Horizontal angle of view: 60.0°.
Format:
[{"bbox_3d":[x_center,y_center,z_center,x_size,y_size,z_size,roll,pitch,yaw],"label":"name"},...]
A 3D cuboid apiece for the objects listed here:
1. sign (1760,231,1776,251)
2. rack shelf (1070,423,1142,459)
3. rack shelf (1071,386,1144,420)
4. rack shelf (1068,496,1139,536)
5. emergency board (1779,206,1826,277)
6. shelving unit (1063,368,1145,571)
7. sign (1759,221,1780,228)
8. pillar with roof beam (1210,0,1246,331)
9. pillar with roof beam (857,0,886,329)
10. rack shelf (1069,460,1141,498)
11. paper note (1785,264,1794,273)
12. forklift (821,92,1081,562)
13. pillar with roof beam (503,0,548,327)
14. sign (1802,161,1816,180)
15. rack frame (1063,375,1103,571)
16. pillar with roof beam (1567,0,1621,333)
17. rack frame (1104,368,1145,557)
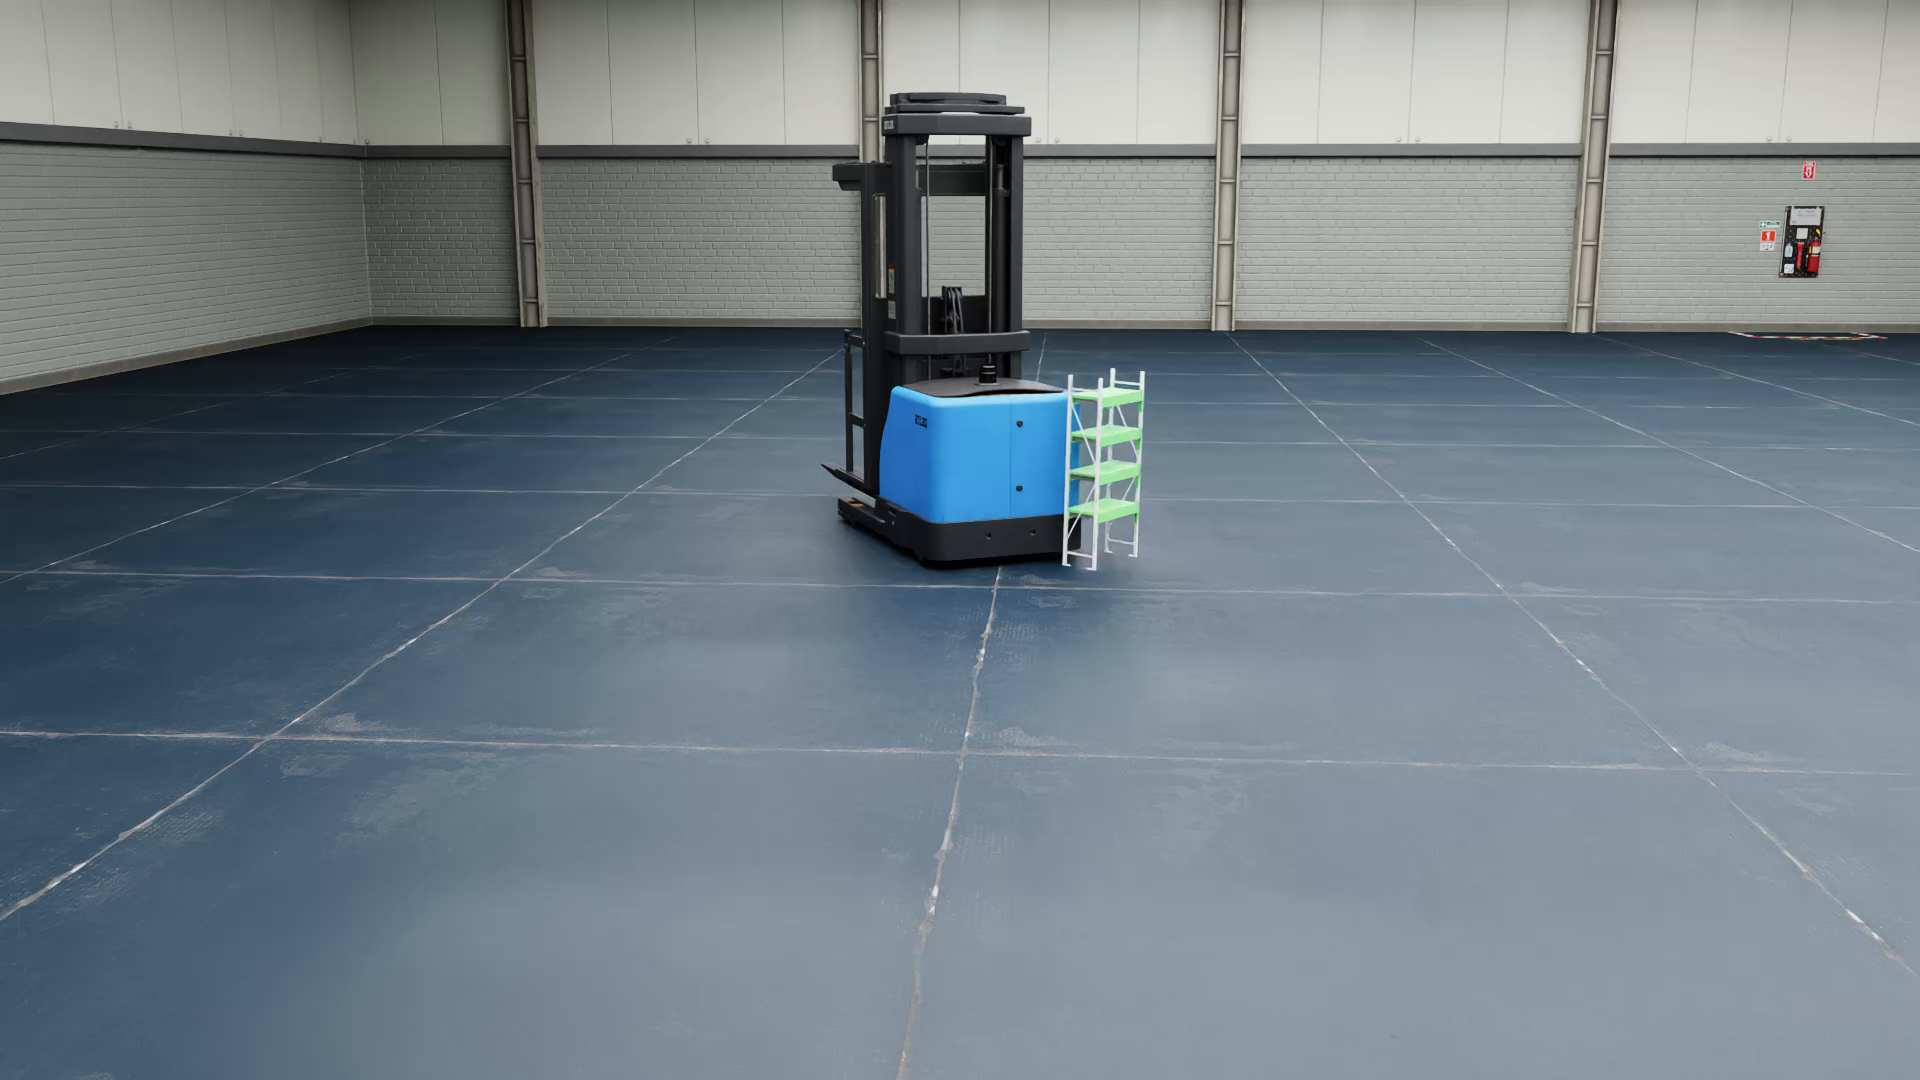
[{"bbox_3d":[13.454,-4.986,27.693,0.234,0.329,0.001,1,12,4],"label":"sign"},{"bbox_3d":[0.909,-0.625,10.451,0.258,0.148,0.480,10,16,36],"label":"rack shelf"},{"bbox_3d":[0.913,-0.859,10.399,0.258,0.148,0.480,10,16,36],"label":"rack shelf"},{"bbox_3d":[0.901,-0.157,10.556,0.258,0.148,0.480,10,16,36],"label":"rack shelf"},{"bbox_3d":[13.999,-4.940,27.560,0.643,1.169,0.194,1,12,4],"label":"emergency board"},{"bbox_3d":[0.906,-0.453,10.489,0.258,1.200,0.503,10,16,36],"label":"shelving unit"},{"bbox_3d":[13.458,-5.244,27.630,0.331,0.109,0.001,1,12,4],"label":"sign"},{"bbox_3d":[4.201,-7.120,23.327,0.400,9.000,9.100,1,12,4],"label":"pillar with roof beam"},{"bbox_3d":[-1.785,-7.202,23.720,0.400,9.000,9.100,1,12,4],"label":"pillar with roof beam"},{"bbox_3d":[0.905,-0.391,10.503,0.258,0.148,0.480,10,16,36],"label":"rack shelf"},{"bbox_3d":[13.827,-4.526,27.729,0.142,0.148,0.016,1,12,4],"label":"paper note"},{"bbox_3d":[-0.227,-1.555,11.543,1.130,2.935,3.031,-5,13,-21],"label":"forklift"},{"bbox_3d":[-7.772,-7.284,24.112,0.400,9.000,9.100,1,12,4],"label":"pillar with roof beam"},{"bbox_3d":[13.998,-6.095,27.420,0.199,0.298,0.001,1,12,4],"label":"sign"},{"bbox_3d":[0.758,-0.413,10.299,0.240,1.200,0.015,10,16,36],"label":"rack frame"},{"bbox_3d":[10.188,-7.038,22.935,0.400,9.000,9.100,1,12,4],"label":"pillar with roof beam"},{"bbox_3d":[1.054,-0.493,10.679,0.240,1.200,0.015,10,16,36],"label":"rack frame"}]
